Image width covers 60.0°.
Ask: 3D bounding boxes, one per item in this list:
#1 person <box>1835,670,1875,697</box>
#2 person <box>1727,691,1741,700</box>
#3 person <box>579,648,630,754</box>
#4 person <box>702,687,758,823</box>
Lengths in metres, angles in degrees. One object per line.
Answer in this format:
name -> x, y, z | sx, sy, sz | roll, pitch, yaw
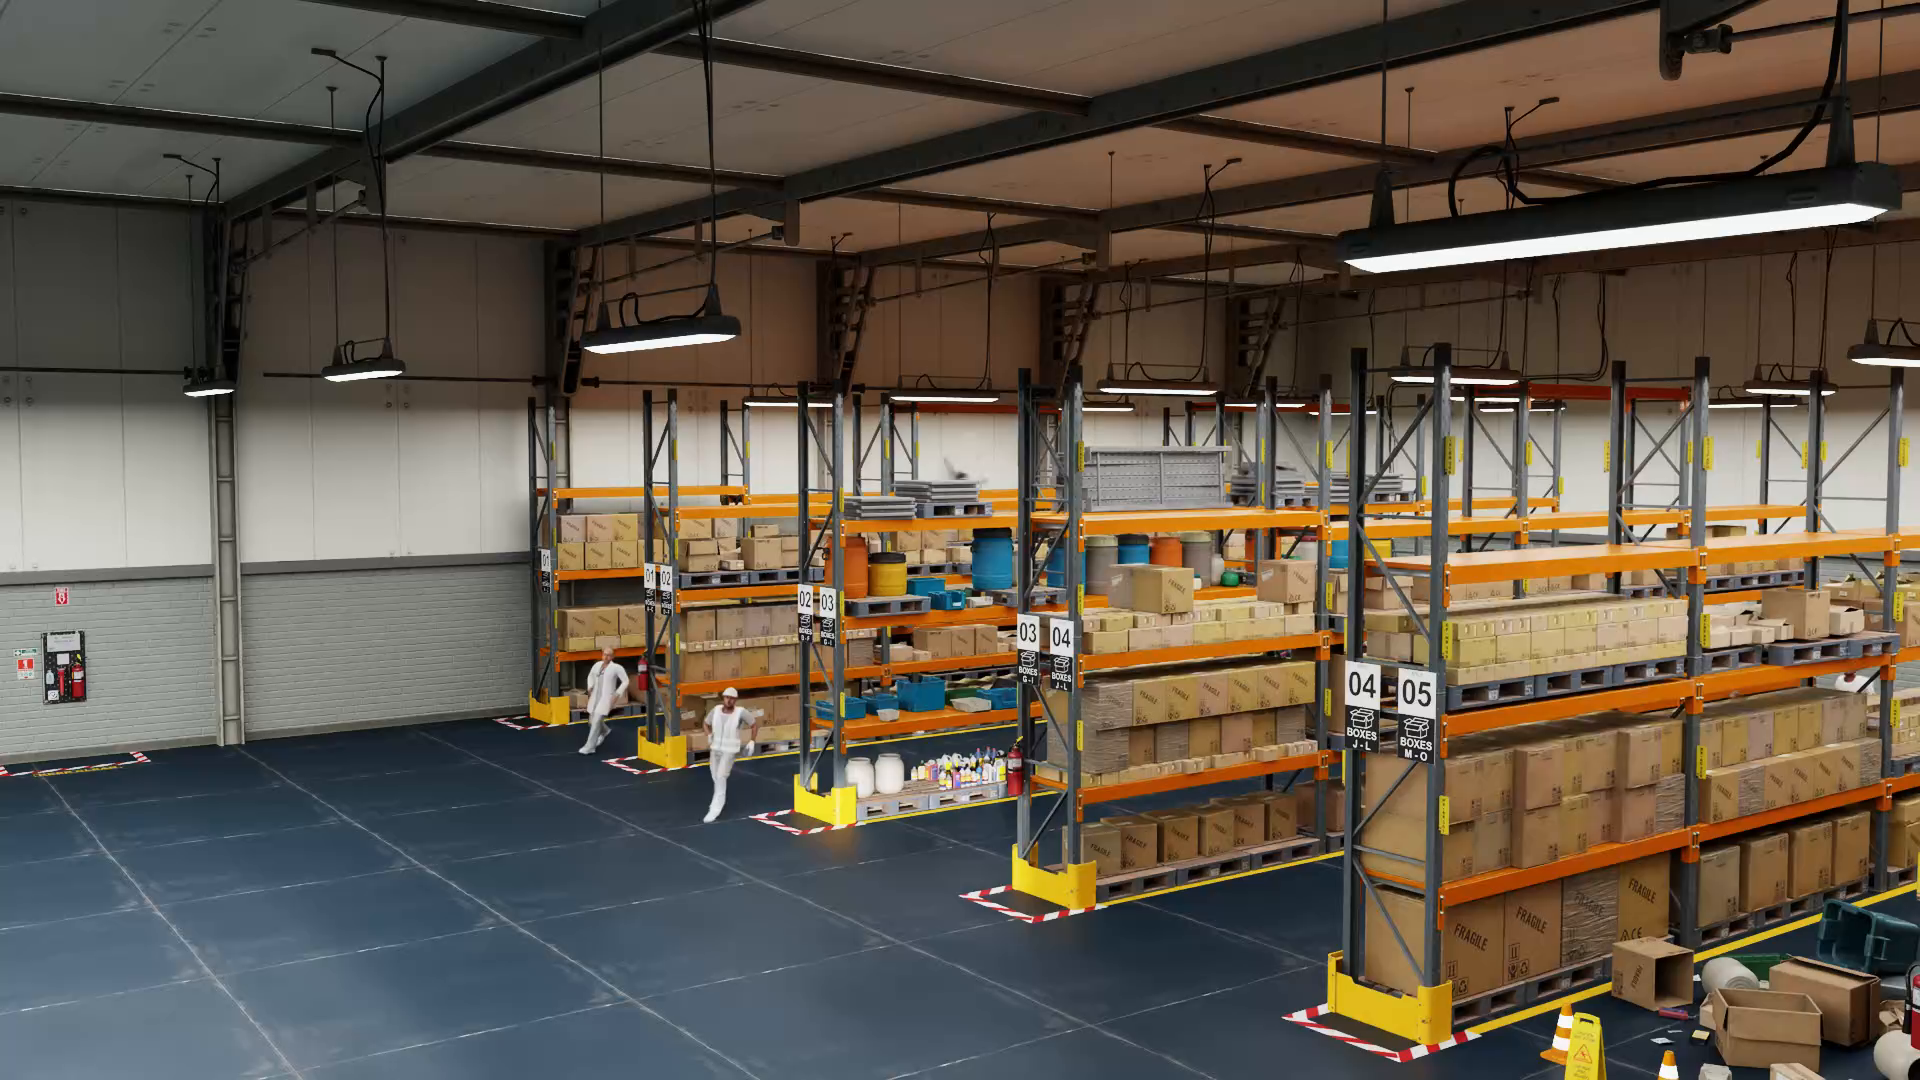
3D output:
person -> 13.947, 2.763, 26.014 | 0.727, 1.822, 0.691 | -3, 4, -39
person -> 11.052, 2.949, 23.770 | 0.874, 1.611, 0.539 | -3, 5, -42
person -> -5.877, 2.657, 27.617 | 0.770, 1.745, 0.897 | 1, 4, 20
person -> -3.205, 2.919, 22.859 | 0.746, 1.810, 0.815 | 1, 4, 17
